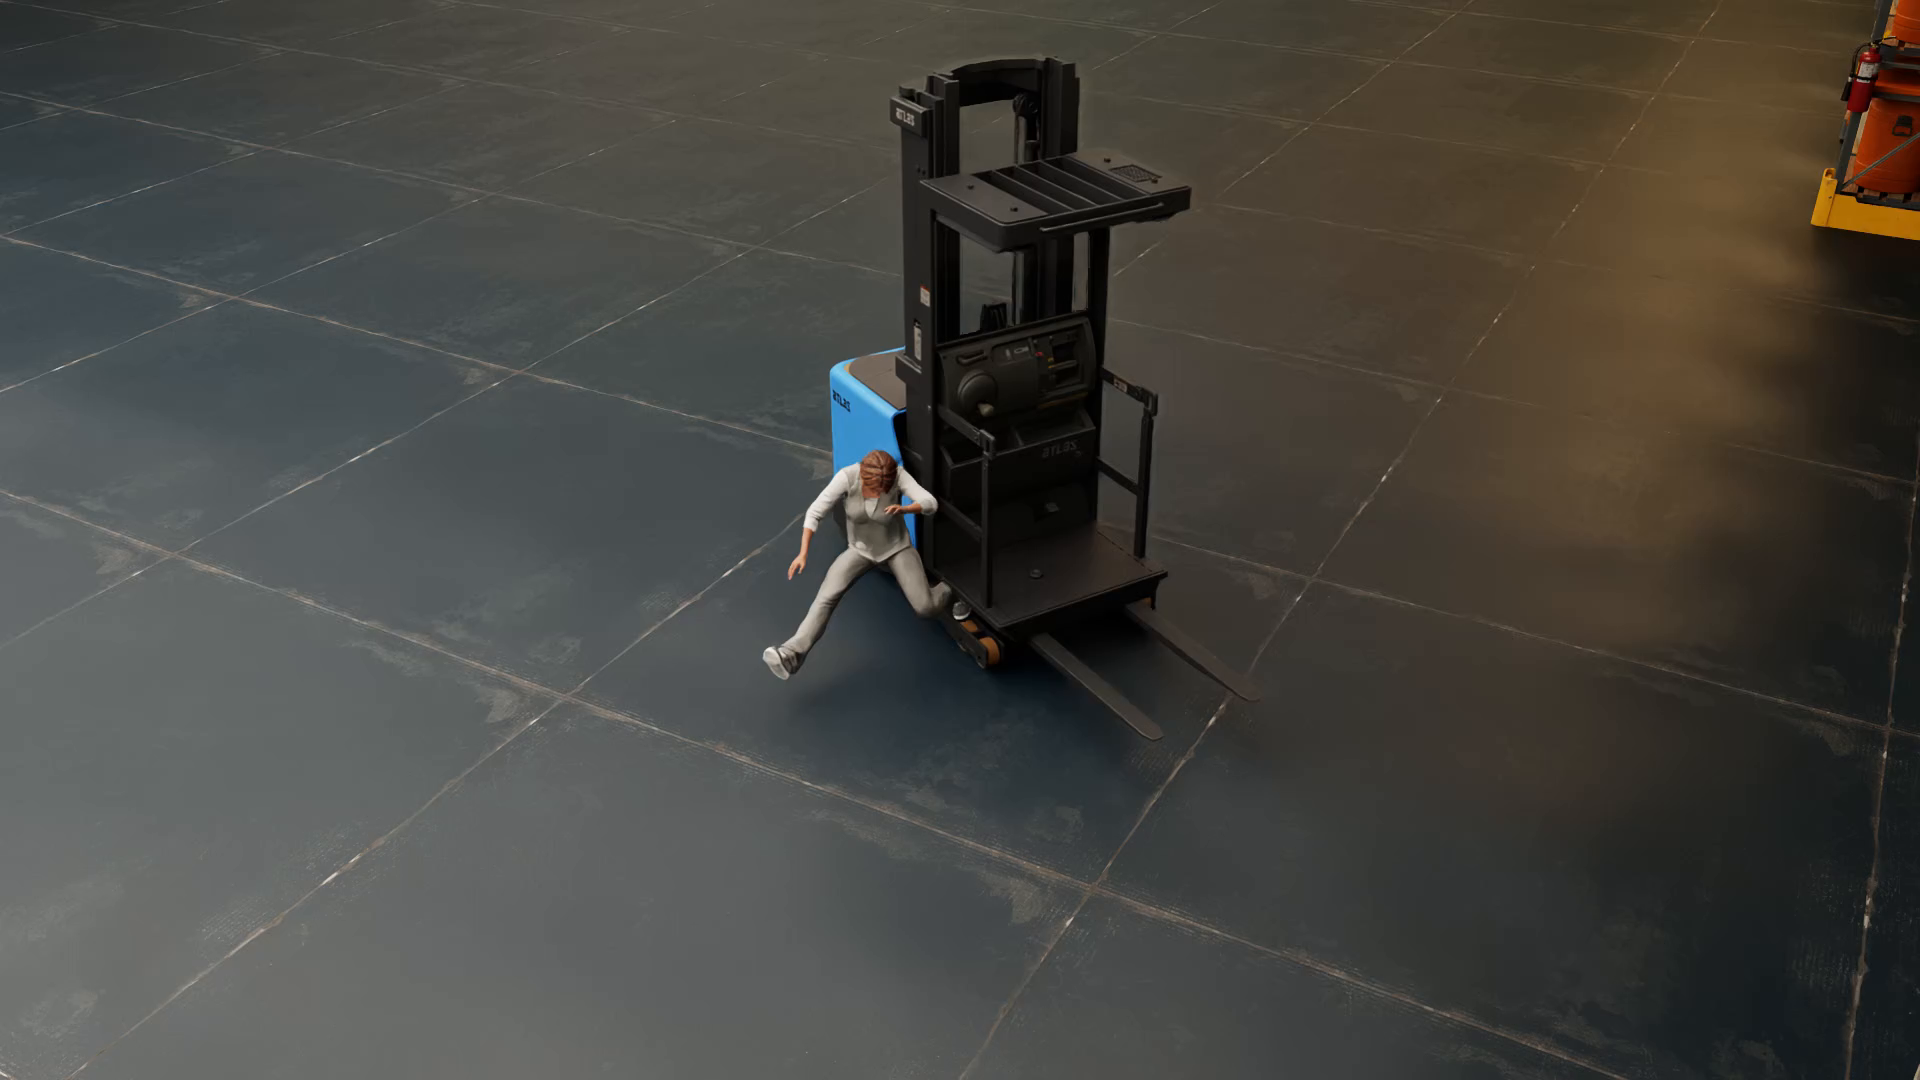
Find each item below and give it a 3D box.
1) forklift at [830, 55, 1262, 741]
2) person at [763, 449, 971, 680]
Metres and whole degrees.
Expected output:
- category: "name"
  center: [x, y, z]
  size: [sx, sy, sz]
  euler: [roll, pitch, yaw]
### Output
- category: "forklift"
  center: [0.423, -0.855, 8.552]
  size: [1.130, 2.935, 3.031]
  euler: [-17, 34, -27]
- category: "person"
  center: [-0.454, 0.065, 8.515]
  size: [0.928, 1.118, 1.030]
  euler: [5, 30, 9]
